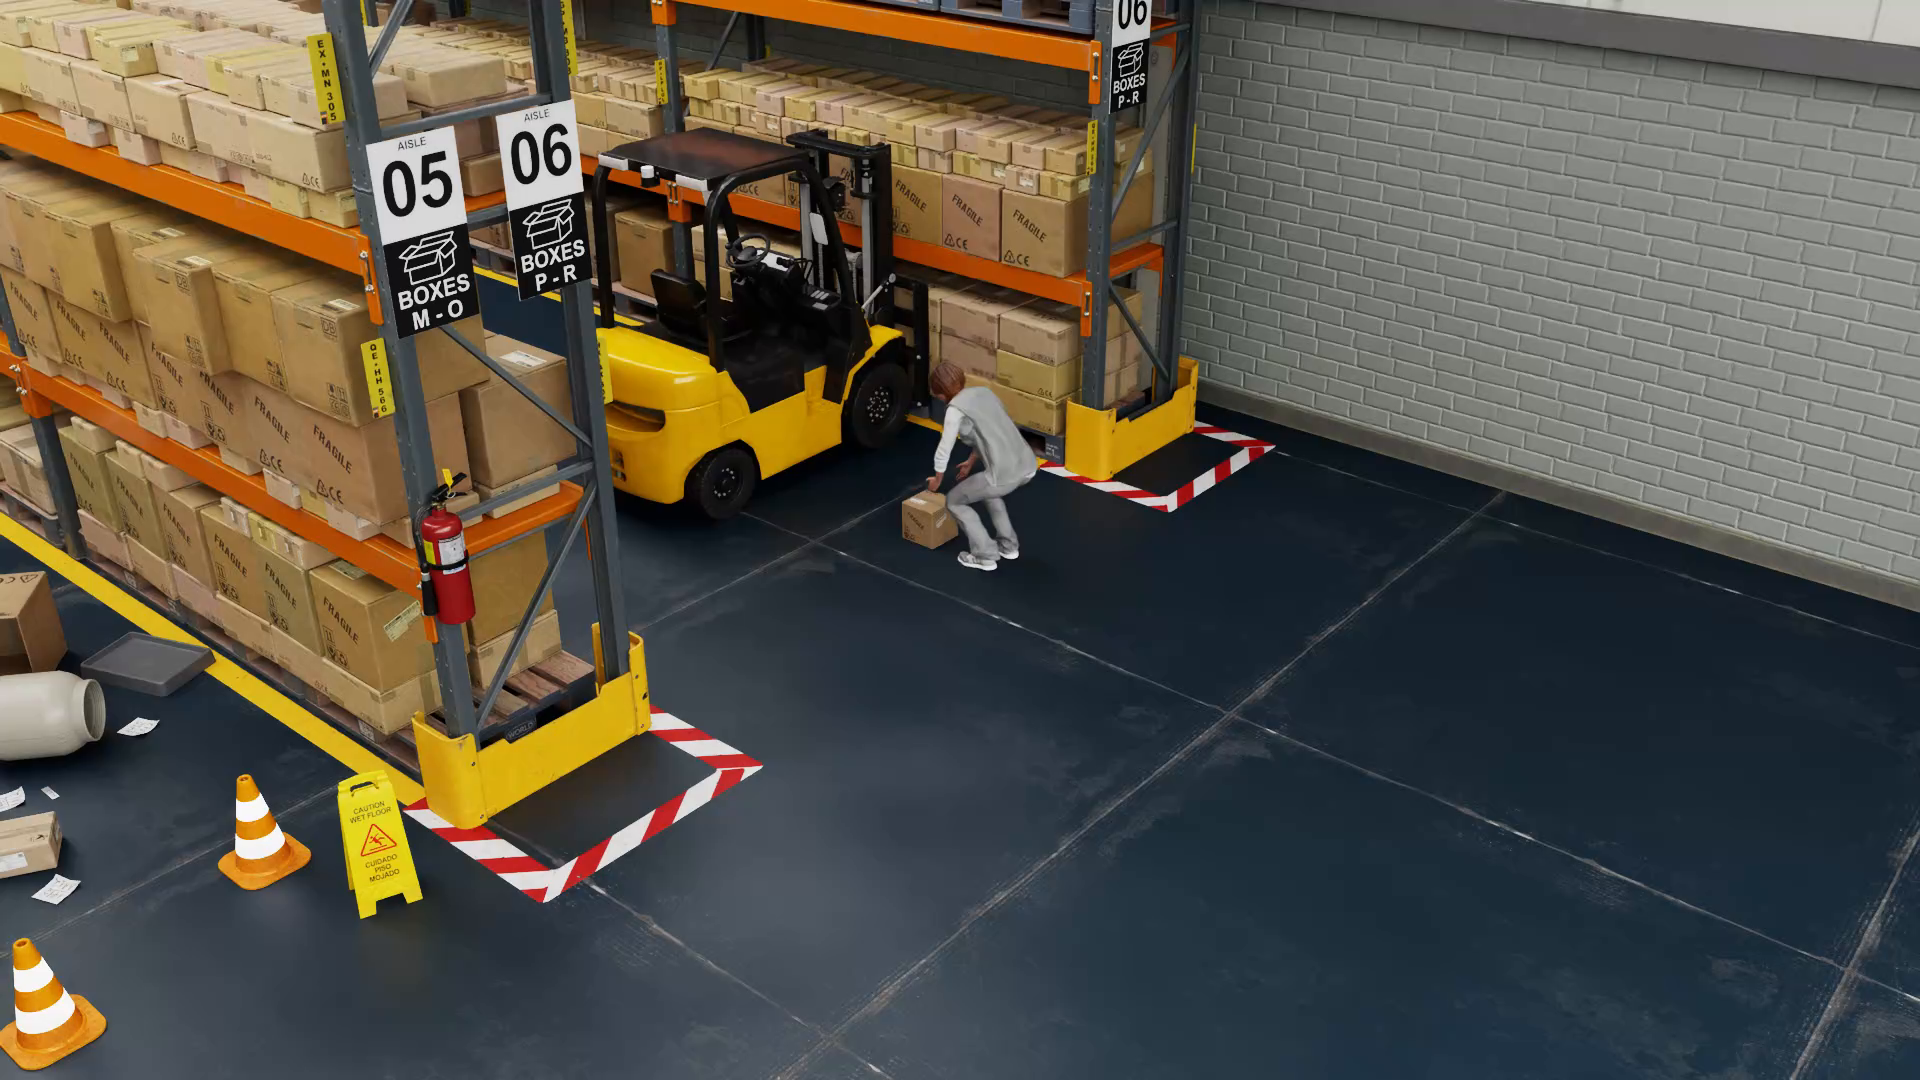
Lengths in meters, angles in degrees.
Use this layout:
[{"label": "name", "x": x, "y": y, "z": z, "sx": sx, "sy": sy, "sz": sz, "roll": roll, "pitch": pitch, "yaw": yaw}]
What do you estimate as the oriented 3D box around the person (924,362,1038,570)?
[{"label": "person", "x": 0.112, "y": -0.419, "z": 9.845, "sx": 0.701, "sy": 1.214, "sz": 0.462, "roll": 21, "pitch": 34, "yaw": 34}]
